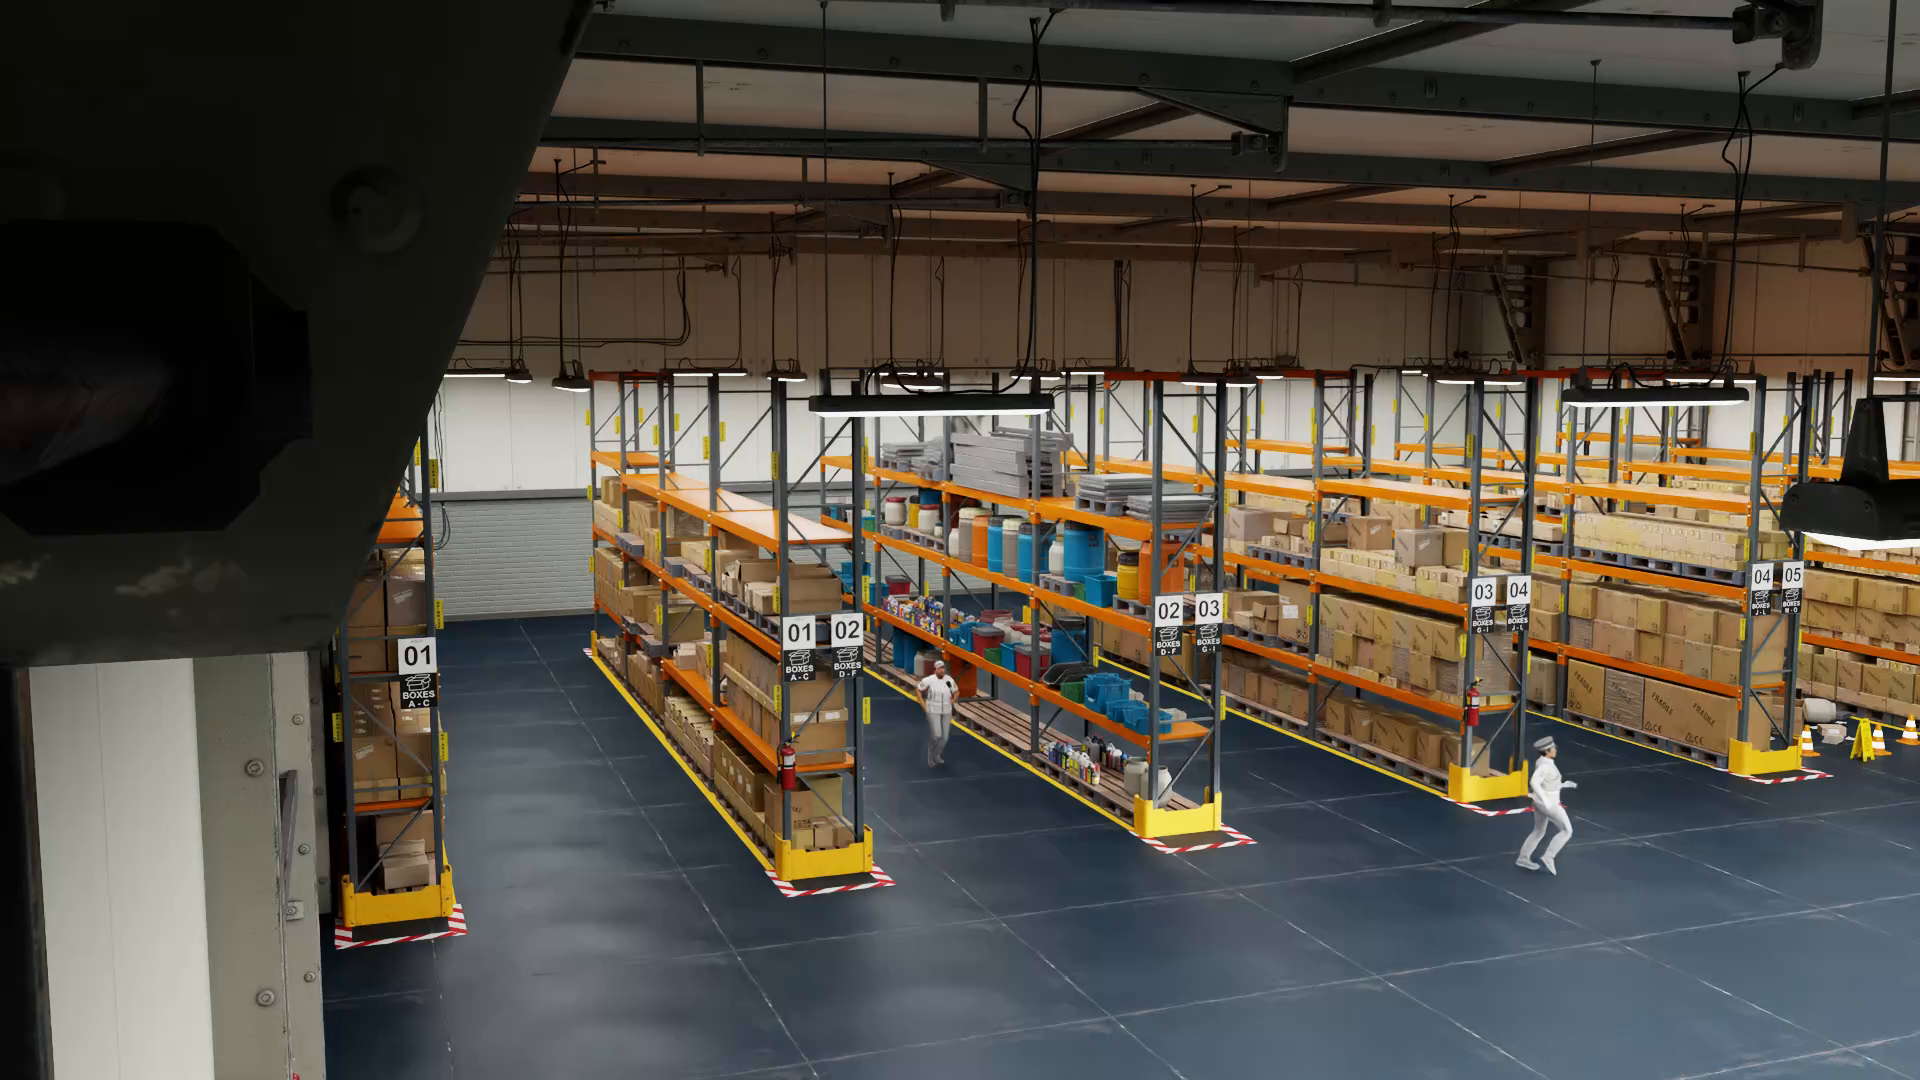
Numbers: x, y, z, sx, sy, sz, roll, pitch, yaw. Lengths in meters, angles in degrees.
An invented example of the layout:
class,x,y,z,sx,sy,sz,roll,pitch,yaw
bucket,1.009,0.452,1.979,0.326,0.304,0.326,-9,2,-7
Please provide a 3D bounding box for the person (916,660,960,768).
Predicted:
class,x,y,z,sx,sy,sz,roll,pitch,yaw
person,-0.308,2.667,25.537,0.663,1.664,0.593,-2,7,-20

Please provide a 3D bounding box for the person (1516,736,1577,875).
class,x,y,z,sx,sy,sz,roll,pitch,yaw
person,7.168,3.234,20.276,0.685,1.706,0.579,0,6,3

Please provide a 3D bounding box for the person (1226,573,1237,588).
class,x,y,z,sx,sy,sz,roll,pitch,yaw
person,6.882,0.878,41.516,0.923,1.655,0.594,2,7,21
